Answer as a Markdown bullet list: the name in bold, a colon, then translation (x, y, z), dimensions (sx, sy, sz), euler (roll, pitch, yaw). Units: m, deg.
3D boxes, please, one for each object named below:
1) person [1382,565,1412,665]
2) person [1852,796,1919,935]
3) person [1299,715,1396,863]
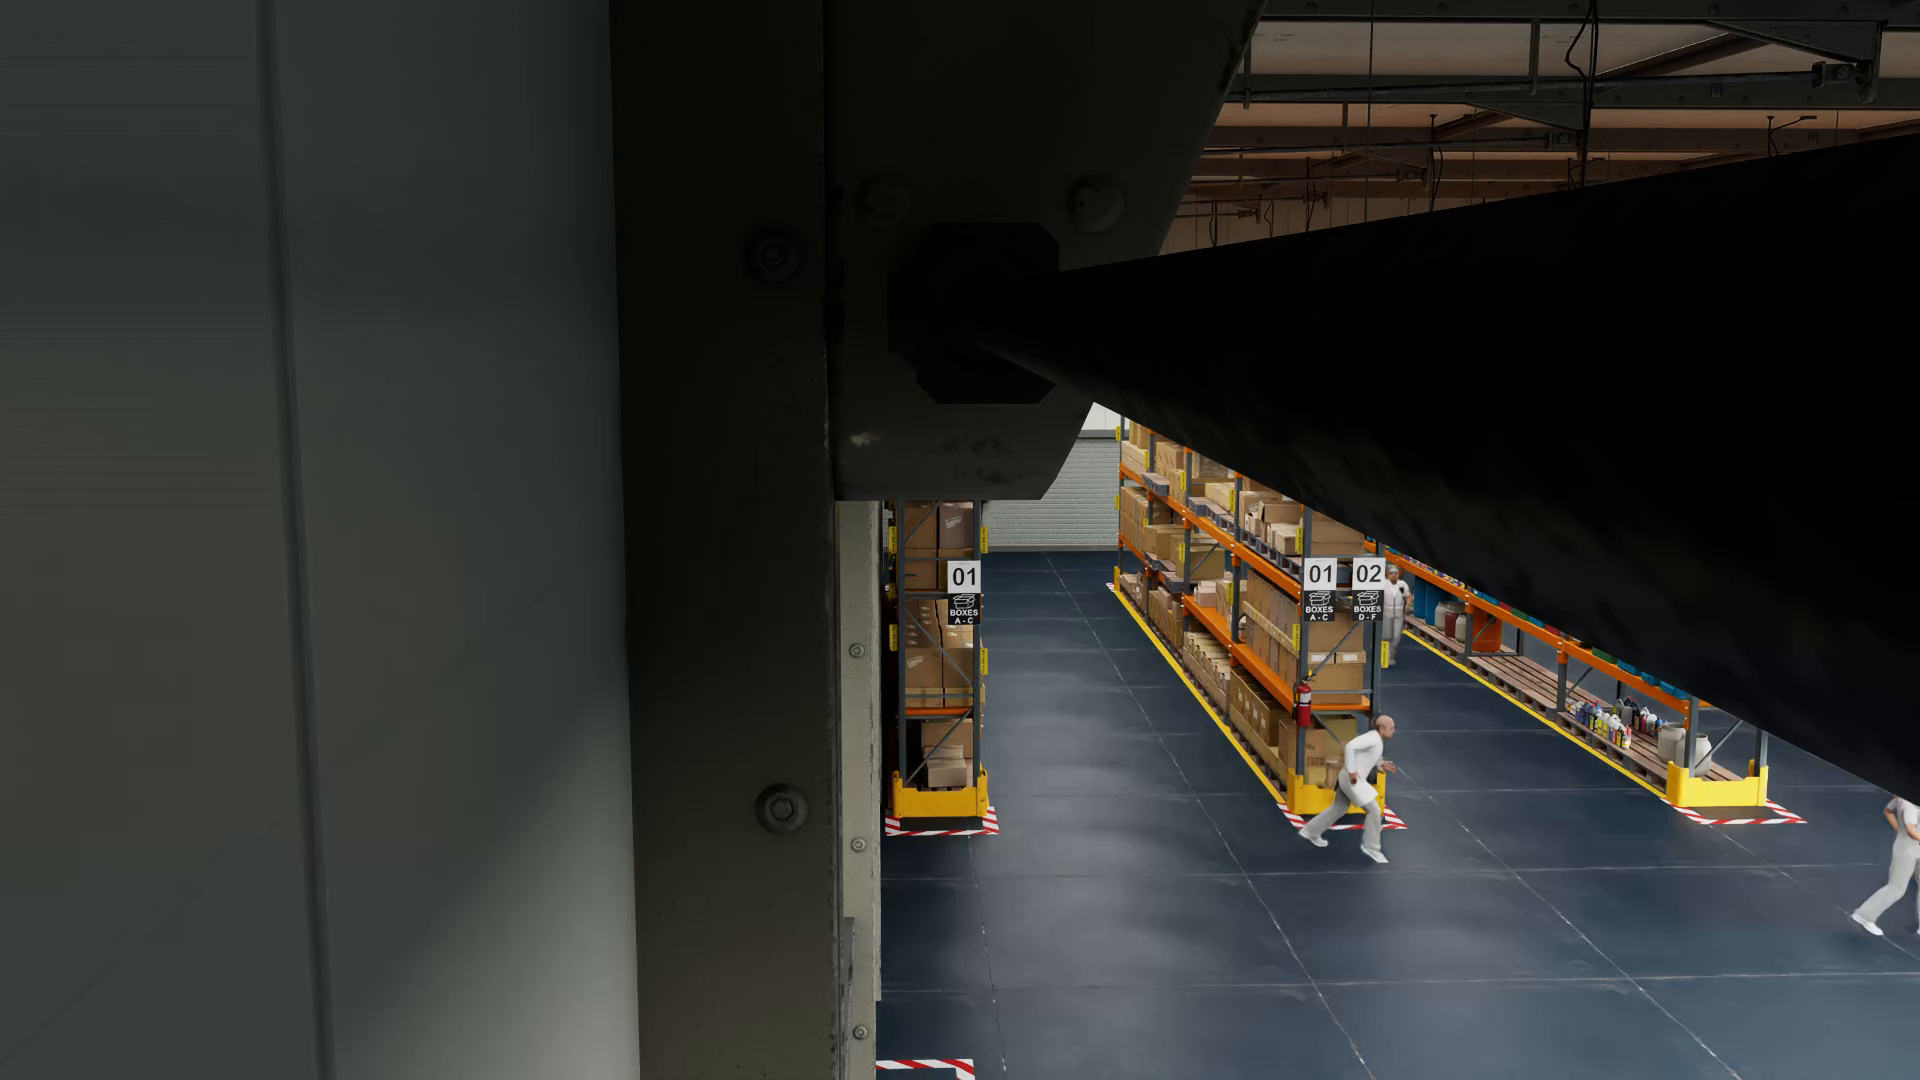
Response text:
- **person**: translation (7.577, 1.293, 29.114), dimensions (0.653, 1.758, 0.645), euler (0, 8, 2)
- **person**: translation (9.400, 3.142, 16.509), dimensions (0.871, 1.697, 0.602), euler (5, 9, 29)
- **person**: translation (4.397, 2.873, 18.907), dimensions (1.057, 1.633, 0.753), euler (3, 9, 21)
